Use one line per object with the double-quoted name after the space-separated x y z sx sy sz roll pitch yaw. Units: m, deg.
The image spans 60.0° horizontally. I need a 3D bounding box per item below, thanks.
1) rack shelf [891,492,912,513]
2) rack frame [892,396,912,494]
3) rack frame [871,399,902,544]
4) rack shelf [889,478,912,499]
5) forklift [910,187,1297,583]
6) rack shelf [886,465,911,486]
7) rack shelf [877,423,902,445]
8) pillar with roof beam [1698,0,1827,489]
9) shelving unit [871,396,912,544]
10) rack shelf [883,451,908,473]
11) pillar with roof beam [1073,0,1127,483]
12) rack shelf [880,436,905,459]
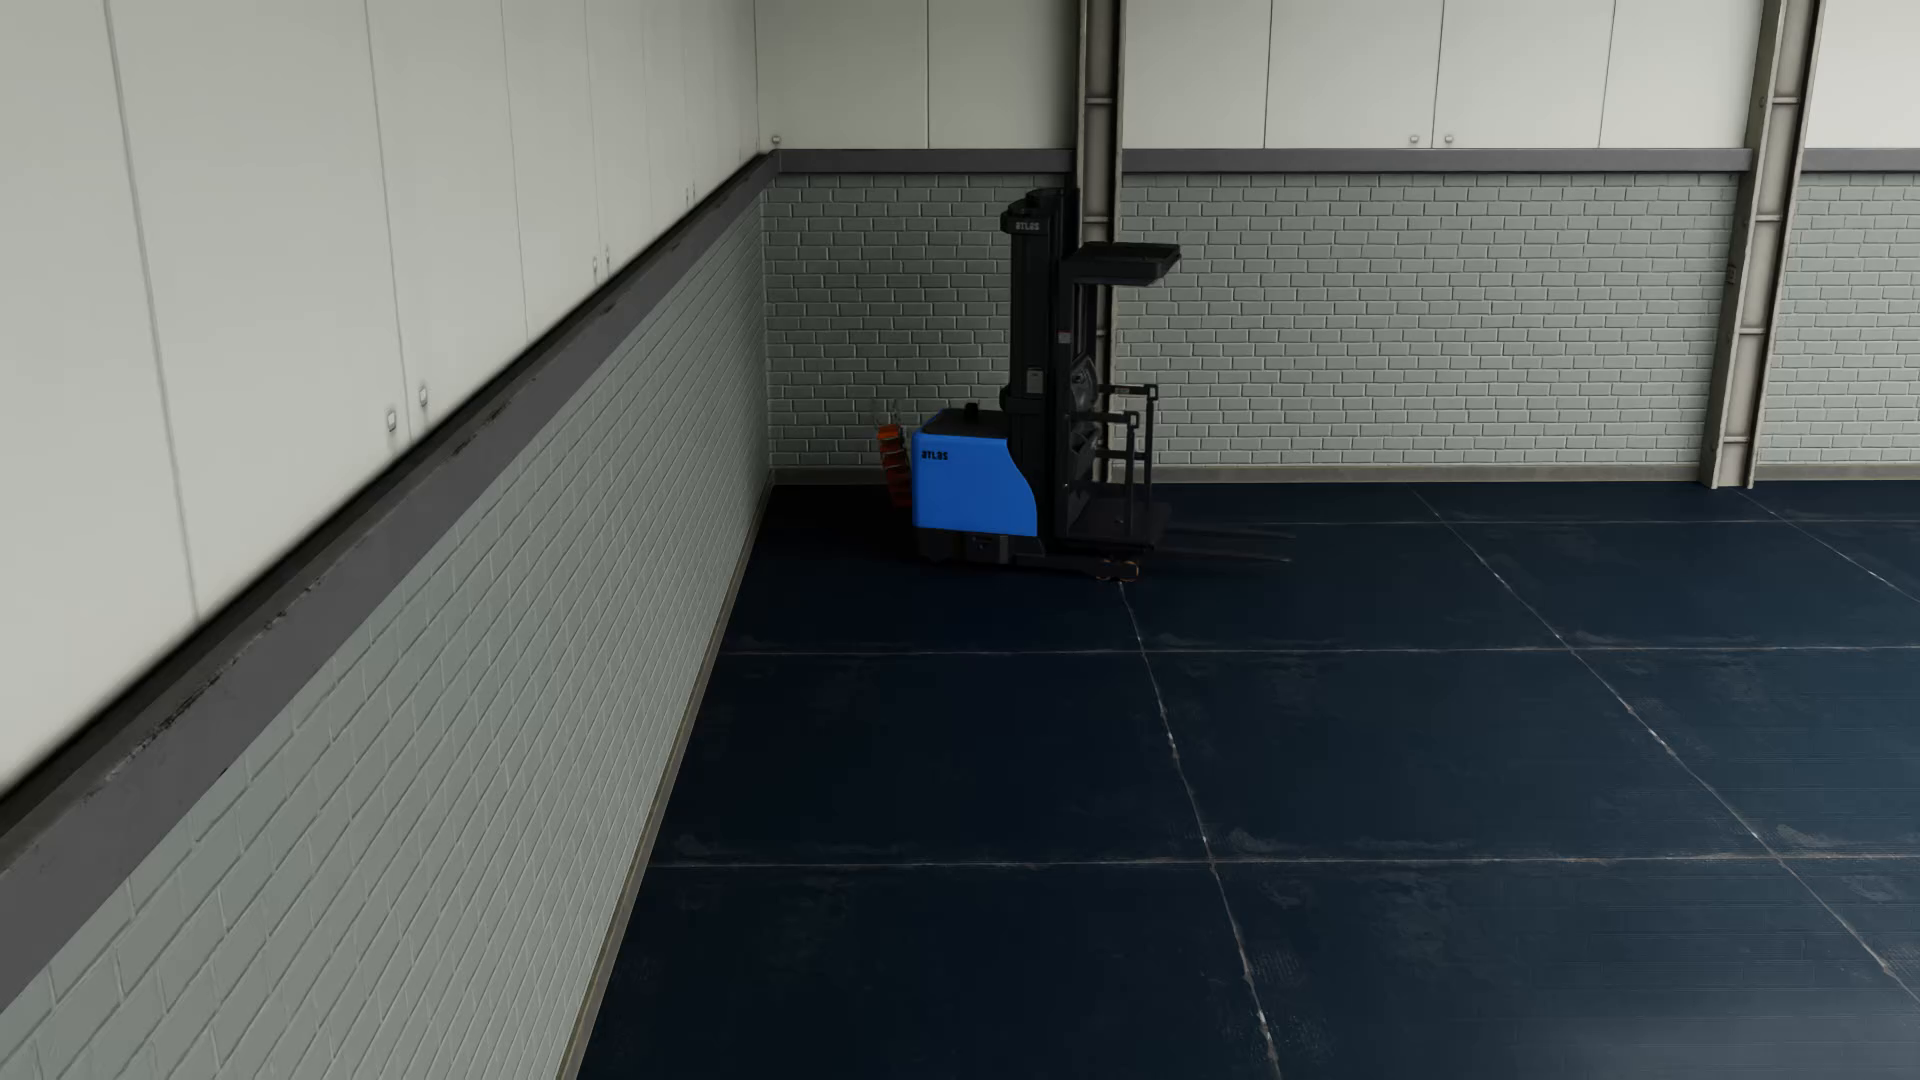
-0.470 -0.318 13.965 0.180 0.103 0.258 -10 17 5 "rack shelf"
-0.434 -0.600 13.873 0.006 1.200 0.240 -10 17 5 "rack frame"
-0.613 -0.569 13.889 0.006 1.200 0.240 -10 17 5 "rack frame"
-0.493 -0.431 13.930 0.180 0.103 0.258 -10 17 5 "rack shelf"
1.173 -1.241 13.118 3.031 2.935 1.130 5 18 14 "forklift"
-0.515 -0.543 13.894 0.180 0.103 0.258 -10 17 5 "rack shelf"
-0.583 -0.880 13.788 0.180 0.103 0.258 -10 17 5 "rack shelf"
7.283 -3.497 10.217 0.400 9.000 9.100 0 18 -1 "pillar with roof beam"
-0.524 -0.585 13.881 0.189 1.200 0.258 -10 17 5 "shelving unit"
-0.538 -0.655 13.859 0.180 0.103 0.258 -10 17 5 "rack shelf"
1.283 -3.468 10.127 0.400 9.000 9.100 0 18 -1 "pillar with roof beam"
-0.560 -0.768 13.824 0.180 0.103 0.258 -10 17 5 "rack shelf"
